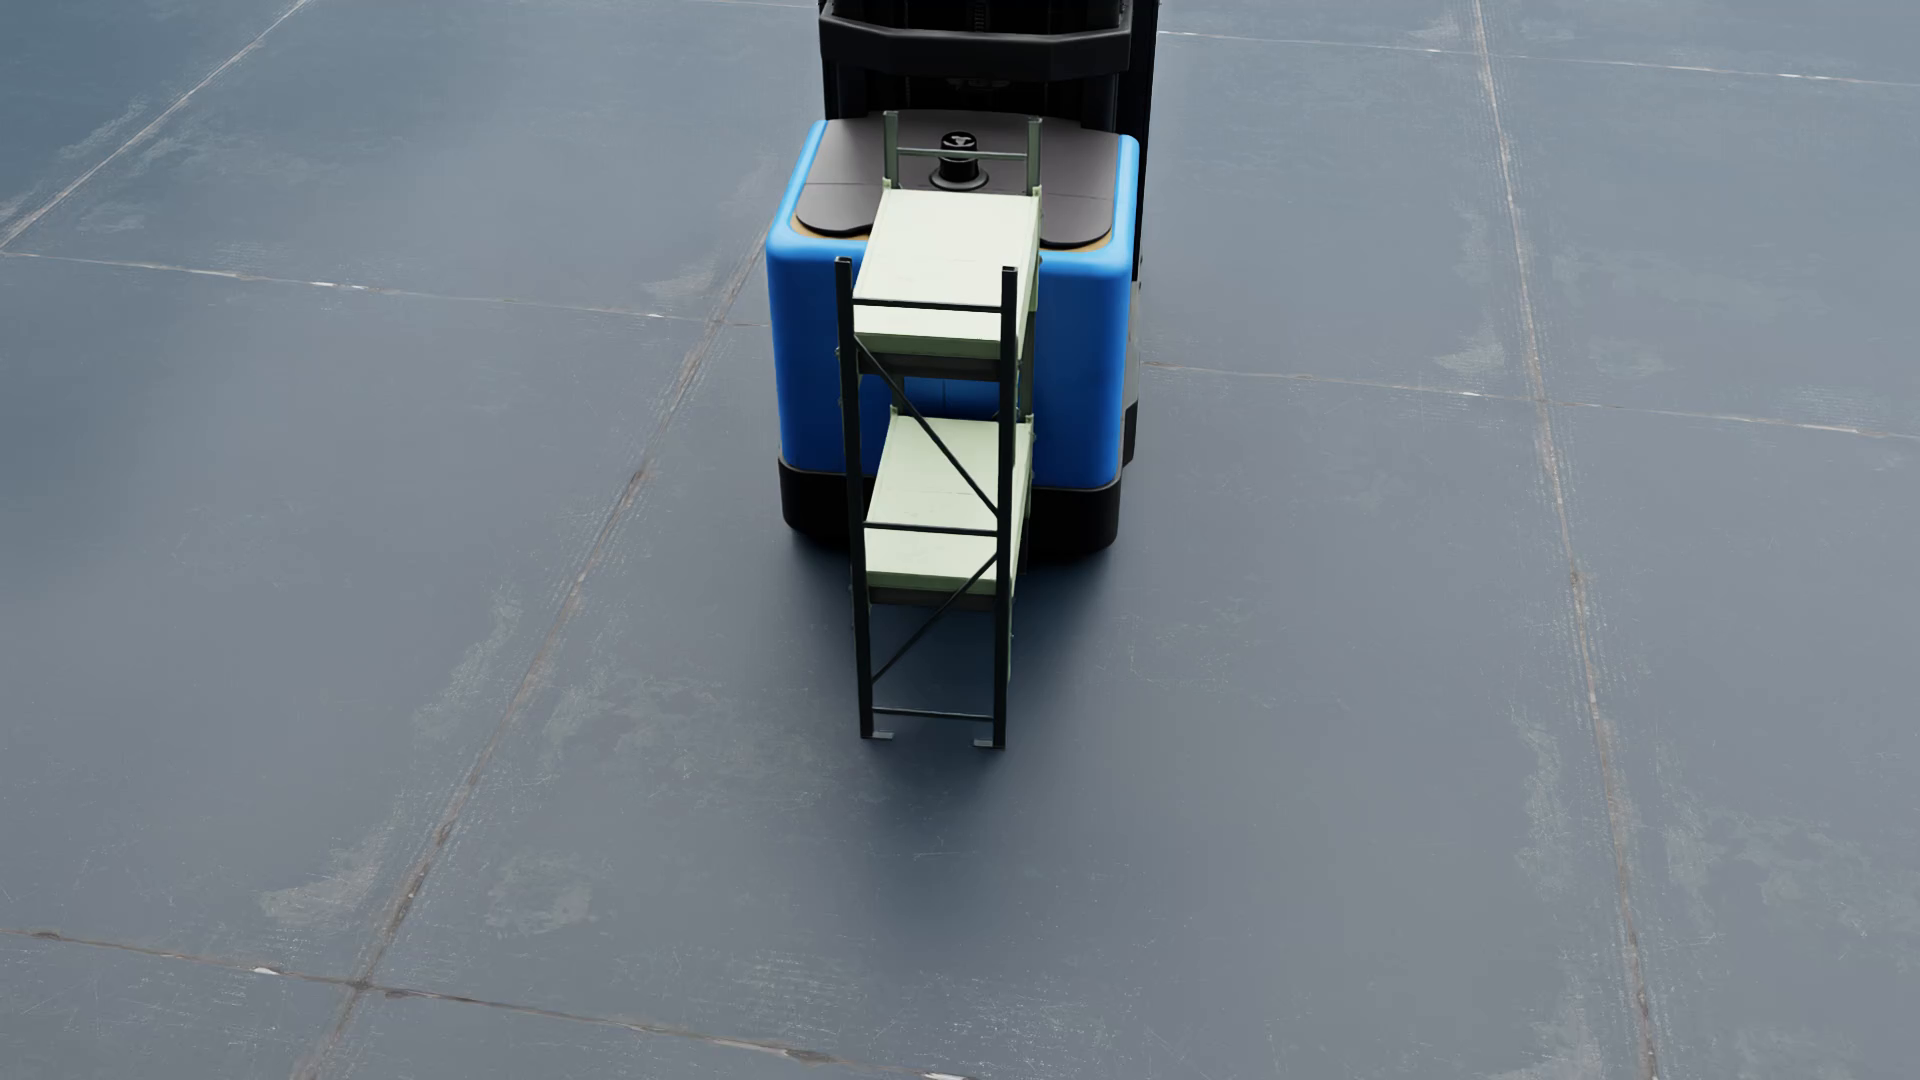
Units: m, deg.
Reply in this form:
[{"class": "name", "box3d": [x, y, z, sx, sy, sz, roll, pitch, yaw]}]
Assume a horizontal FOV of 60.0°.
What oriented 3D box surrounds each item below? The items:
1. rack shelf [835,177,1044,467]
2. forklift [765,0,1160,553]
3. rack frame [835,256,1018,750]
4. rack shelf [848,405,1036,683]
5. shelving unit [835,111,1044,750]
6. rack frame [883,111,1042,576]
[{"class": "rack shelf", "box3d": [-0.034, -0.556, 4.133, 0.431, 0.370, 0.720, 4, 40, 5]}, {"class": "forklift", "box3d": [0.119, -2.022, 5.396, 1.130, 2.935, 3.031, 4, 40, 5]}, {"class": "rack frame", "box3d": [-0.074, -0.024, 4.102, 0.400, 1.500, 0.023, 4, 40, 5]}, {"class": "rack shelf", "box3d": [-0.034, -0.004, 4.590, 0.431, 0.370, 0.720, 4, 40, 5]}, {"class": "shelving unit", "box3d": [-0.034, -0.256, 4.382, 0.431, 1.500, 0.755, 4, 40, 5]}, {"class": "rack frame", "box3d": [0.006, -0.487, 4.662, 0.400, 1.500, 0.023, 4, 40, 5]}]
